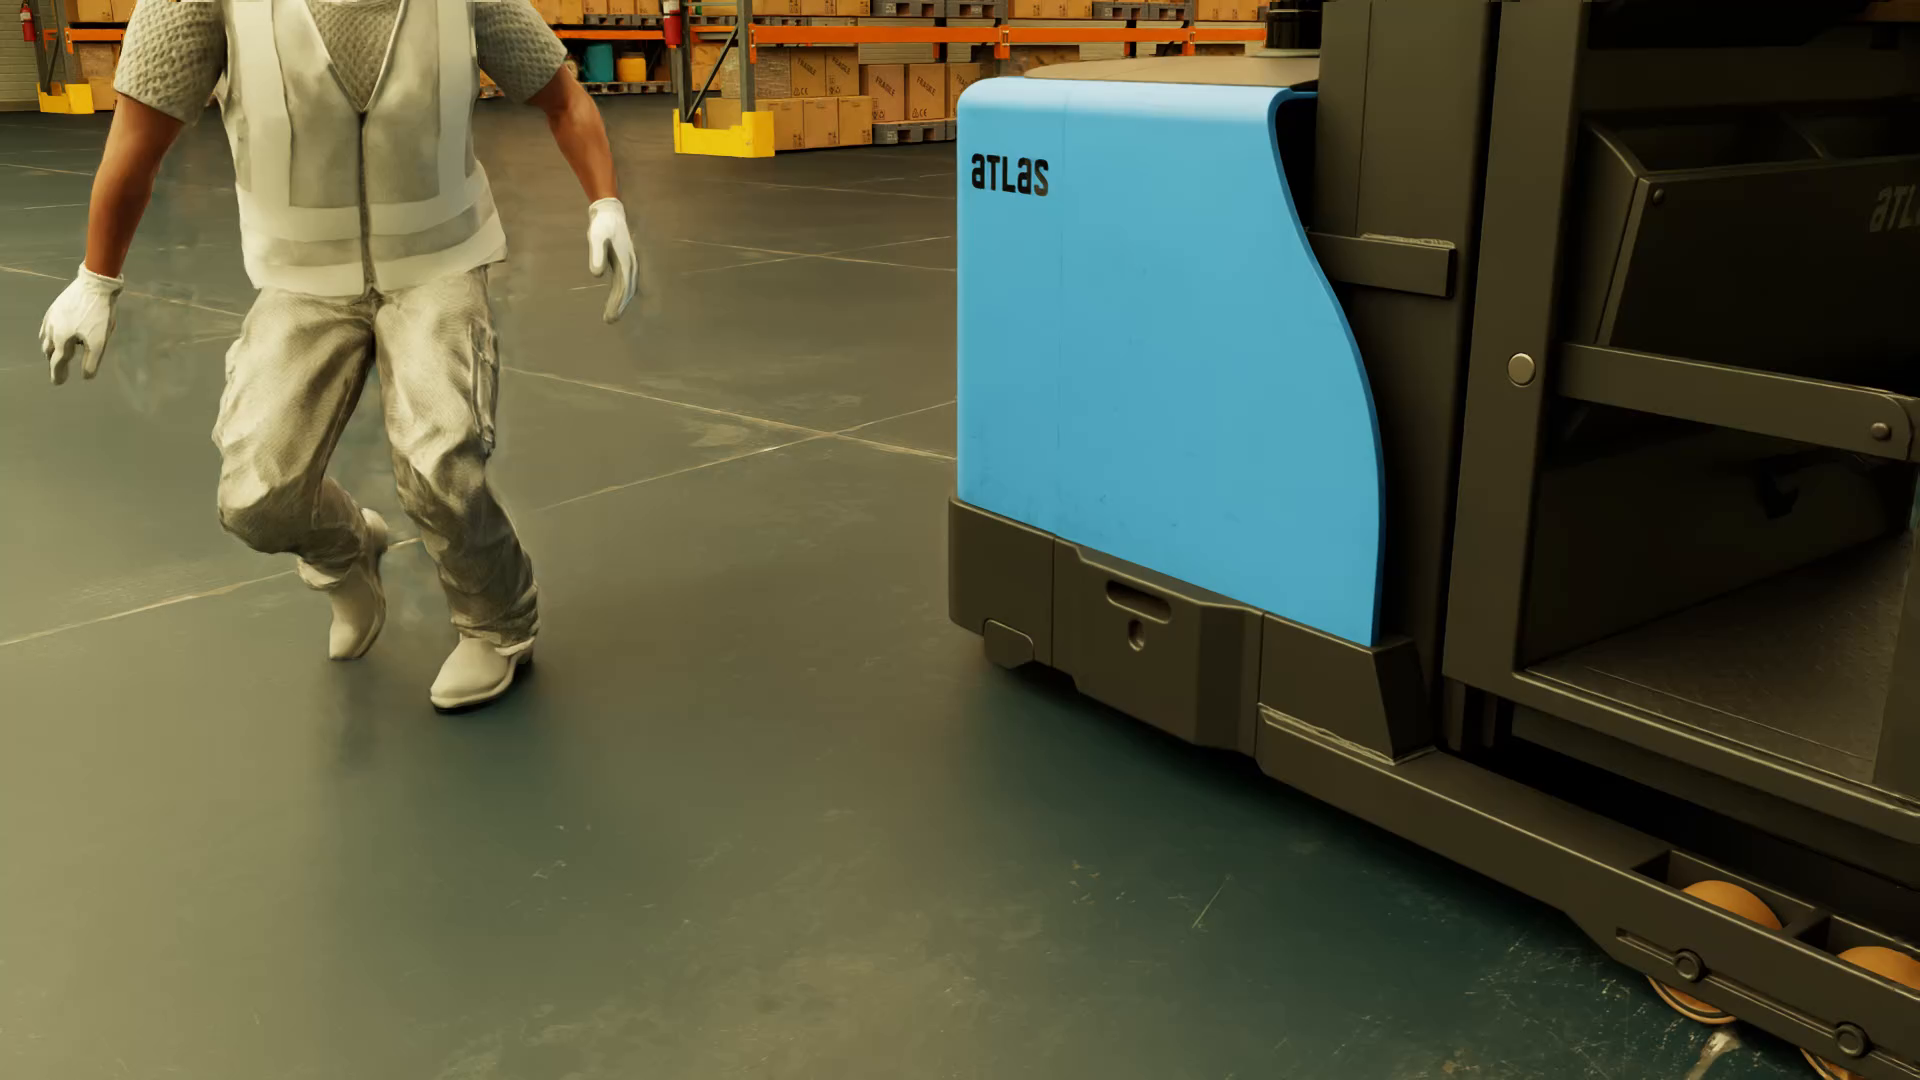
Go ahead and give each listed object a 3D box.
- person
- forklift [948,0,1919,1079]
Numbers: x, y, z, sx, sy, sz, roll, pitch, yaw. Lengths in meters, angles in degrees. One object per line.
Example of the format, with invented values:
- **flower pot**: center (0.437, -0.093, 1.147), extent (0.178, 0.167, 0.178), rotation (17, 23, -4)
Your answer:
- **person**: center (-1.043, -0.473, 2.846), extent (0.959, 1.593, 0.586), rotation (-5, 17, -15)
- **forklift**: center (1.264, -0.934, 1.974), extent (1.130, 2.935, 3.031), rotation (-12, 21, -35)
